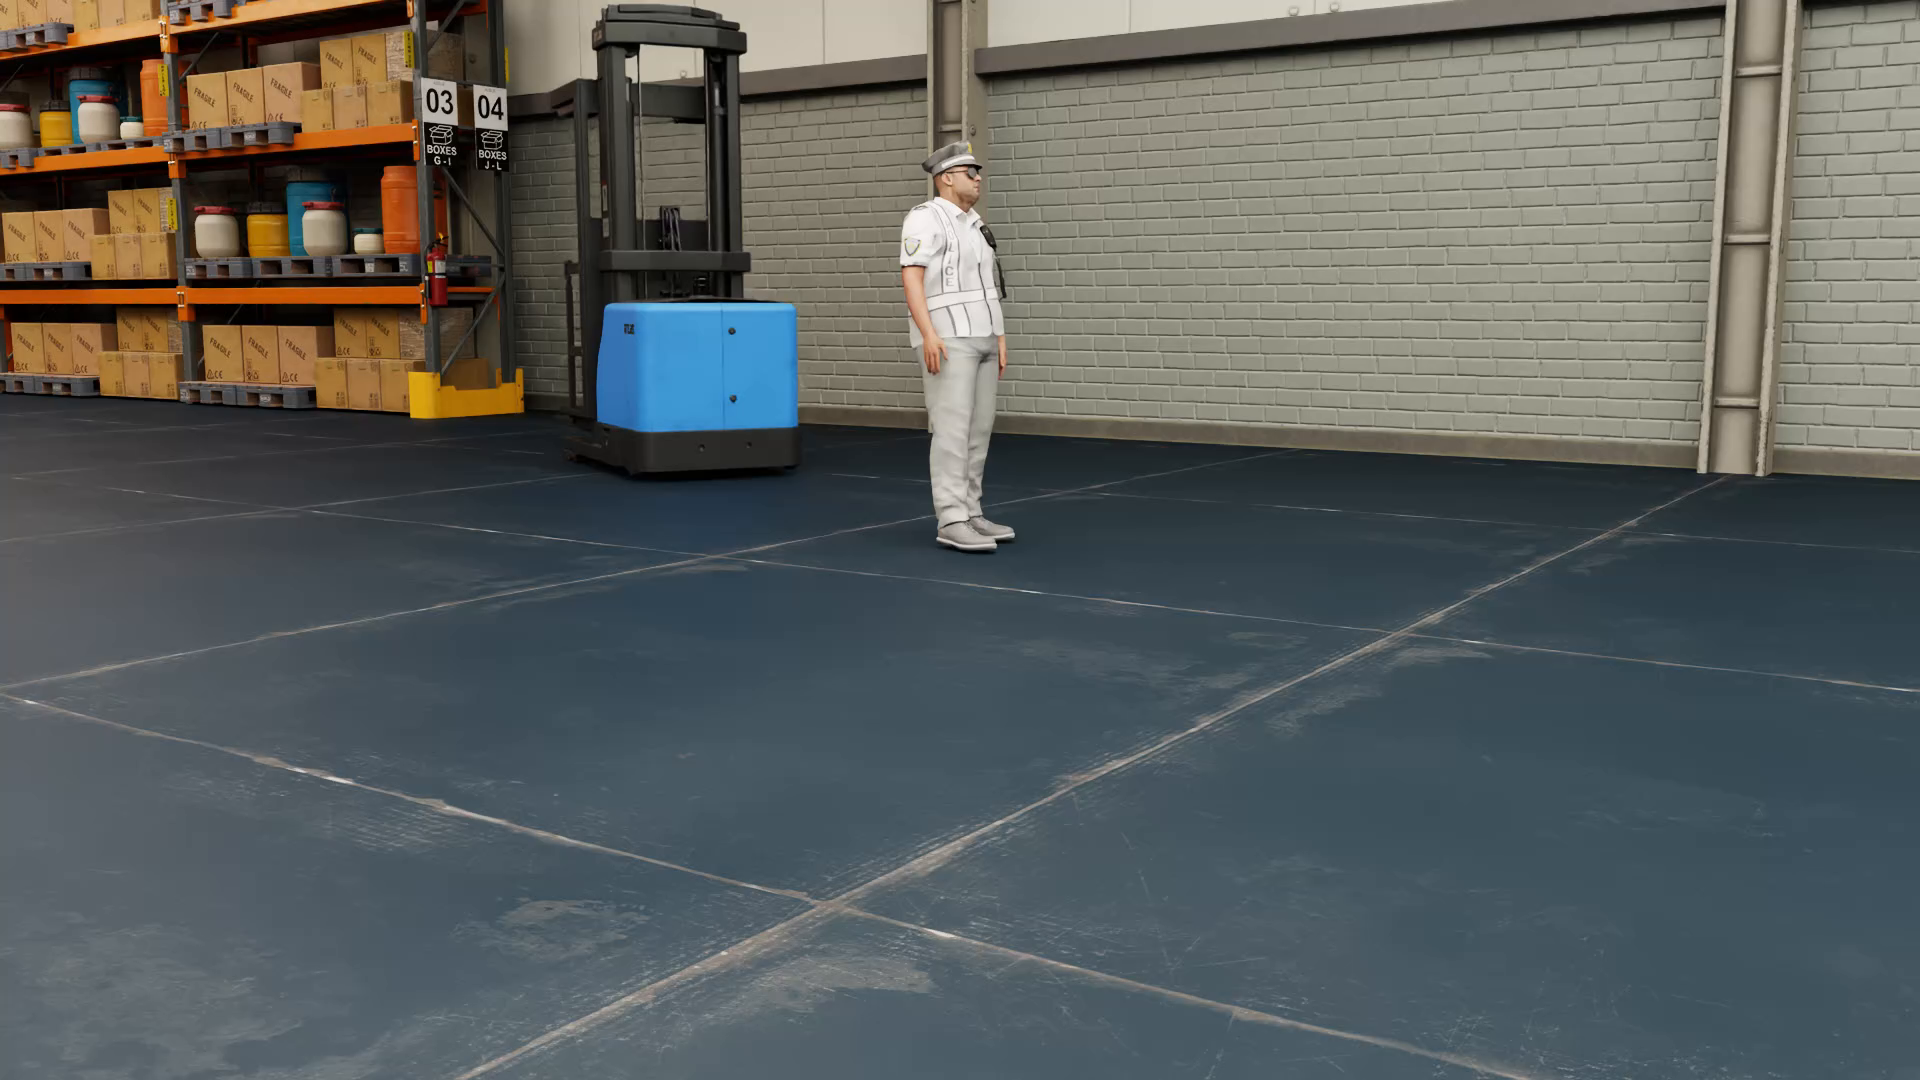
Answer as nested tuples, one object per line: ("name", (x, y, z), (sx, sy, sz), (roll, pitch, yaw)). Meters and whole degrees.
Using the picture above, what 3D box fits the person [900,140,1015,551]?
("person", (0.059, -0.883, 7.425), (0.574, 1.781, 0.641), (5, 10, 34))

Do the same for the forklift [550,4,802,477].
("forklift", (-2.103, -2.002, 11.275), (1.130, 2.935, 3.031), (-4, 9, -26))
